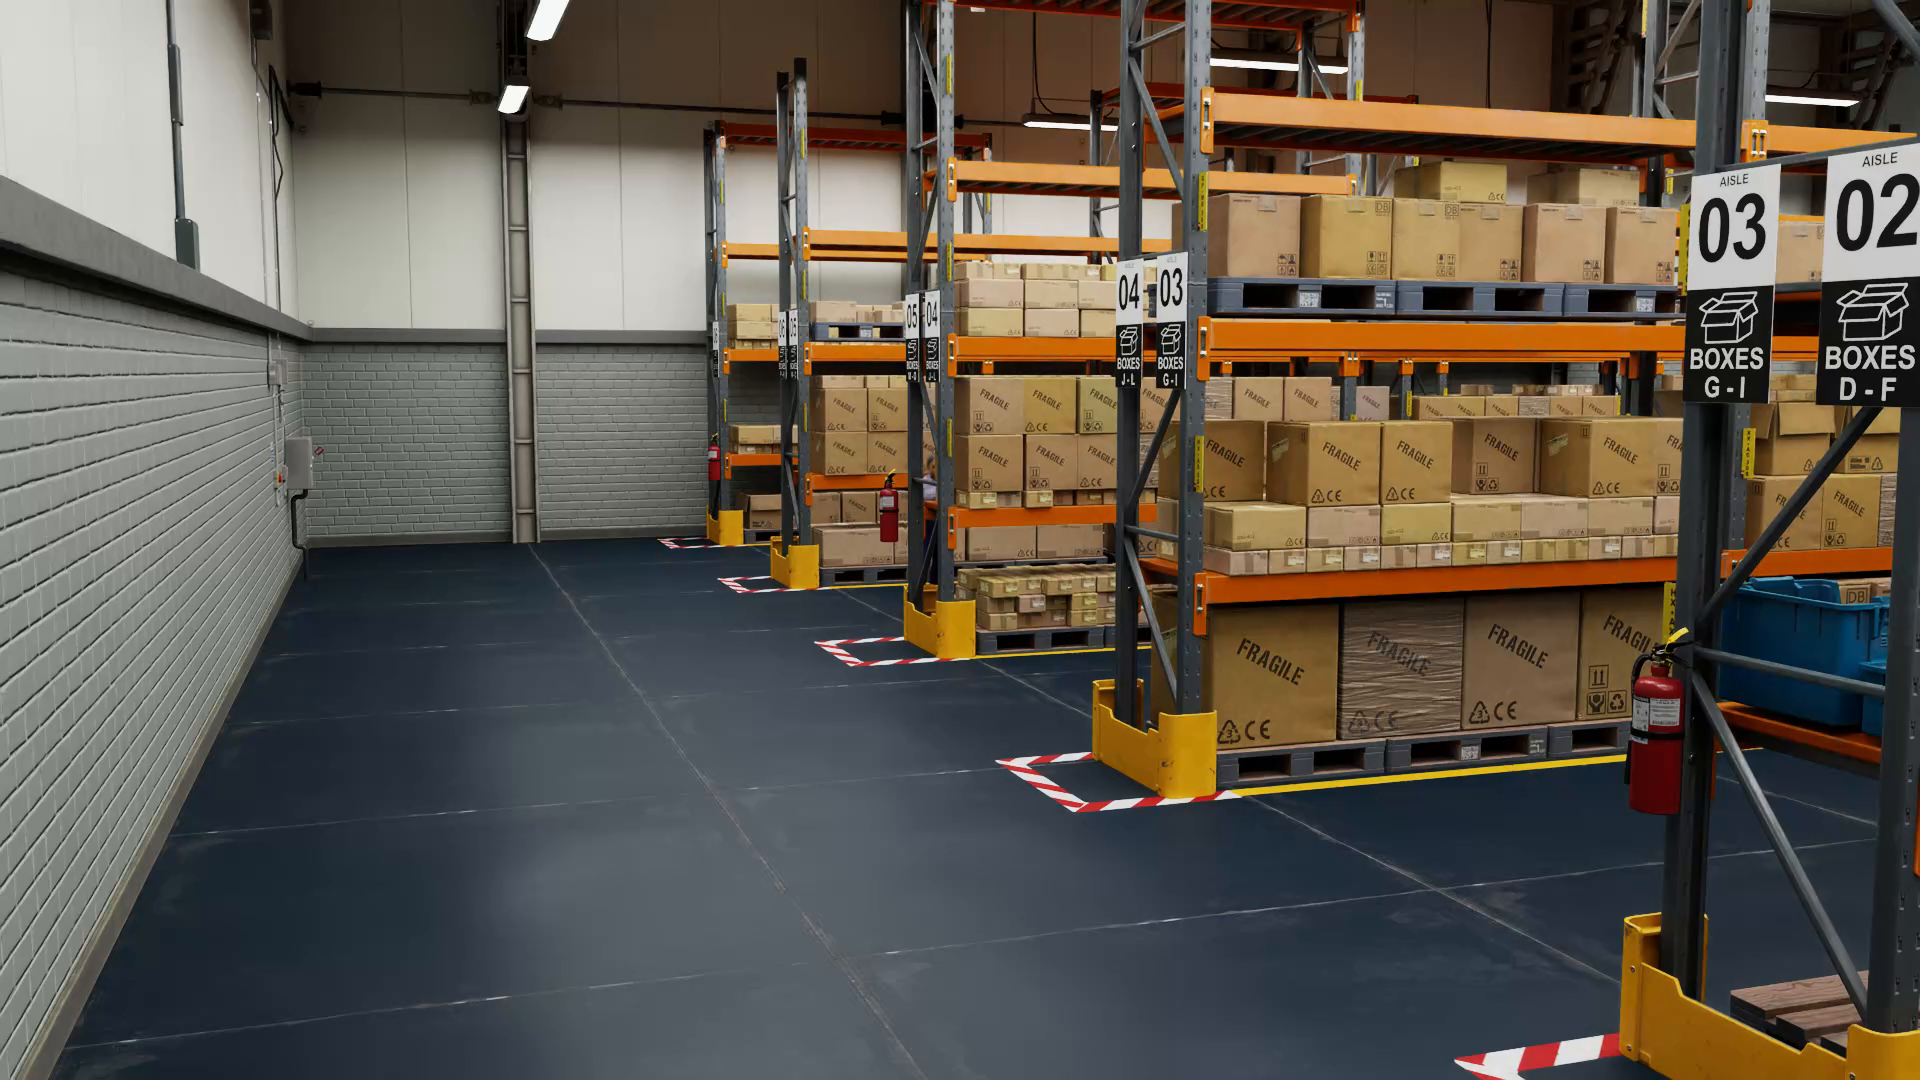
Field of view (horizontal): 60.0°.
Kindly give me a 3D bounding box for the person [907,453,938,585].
[{"bbox_3d":[-0.288,-0.062,17.084,0.535,1.656,0.408,-3,6,-24],"label":"person"}]
